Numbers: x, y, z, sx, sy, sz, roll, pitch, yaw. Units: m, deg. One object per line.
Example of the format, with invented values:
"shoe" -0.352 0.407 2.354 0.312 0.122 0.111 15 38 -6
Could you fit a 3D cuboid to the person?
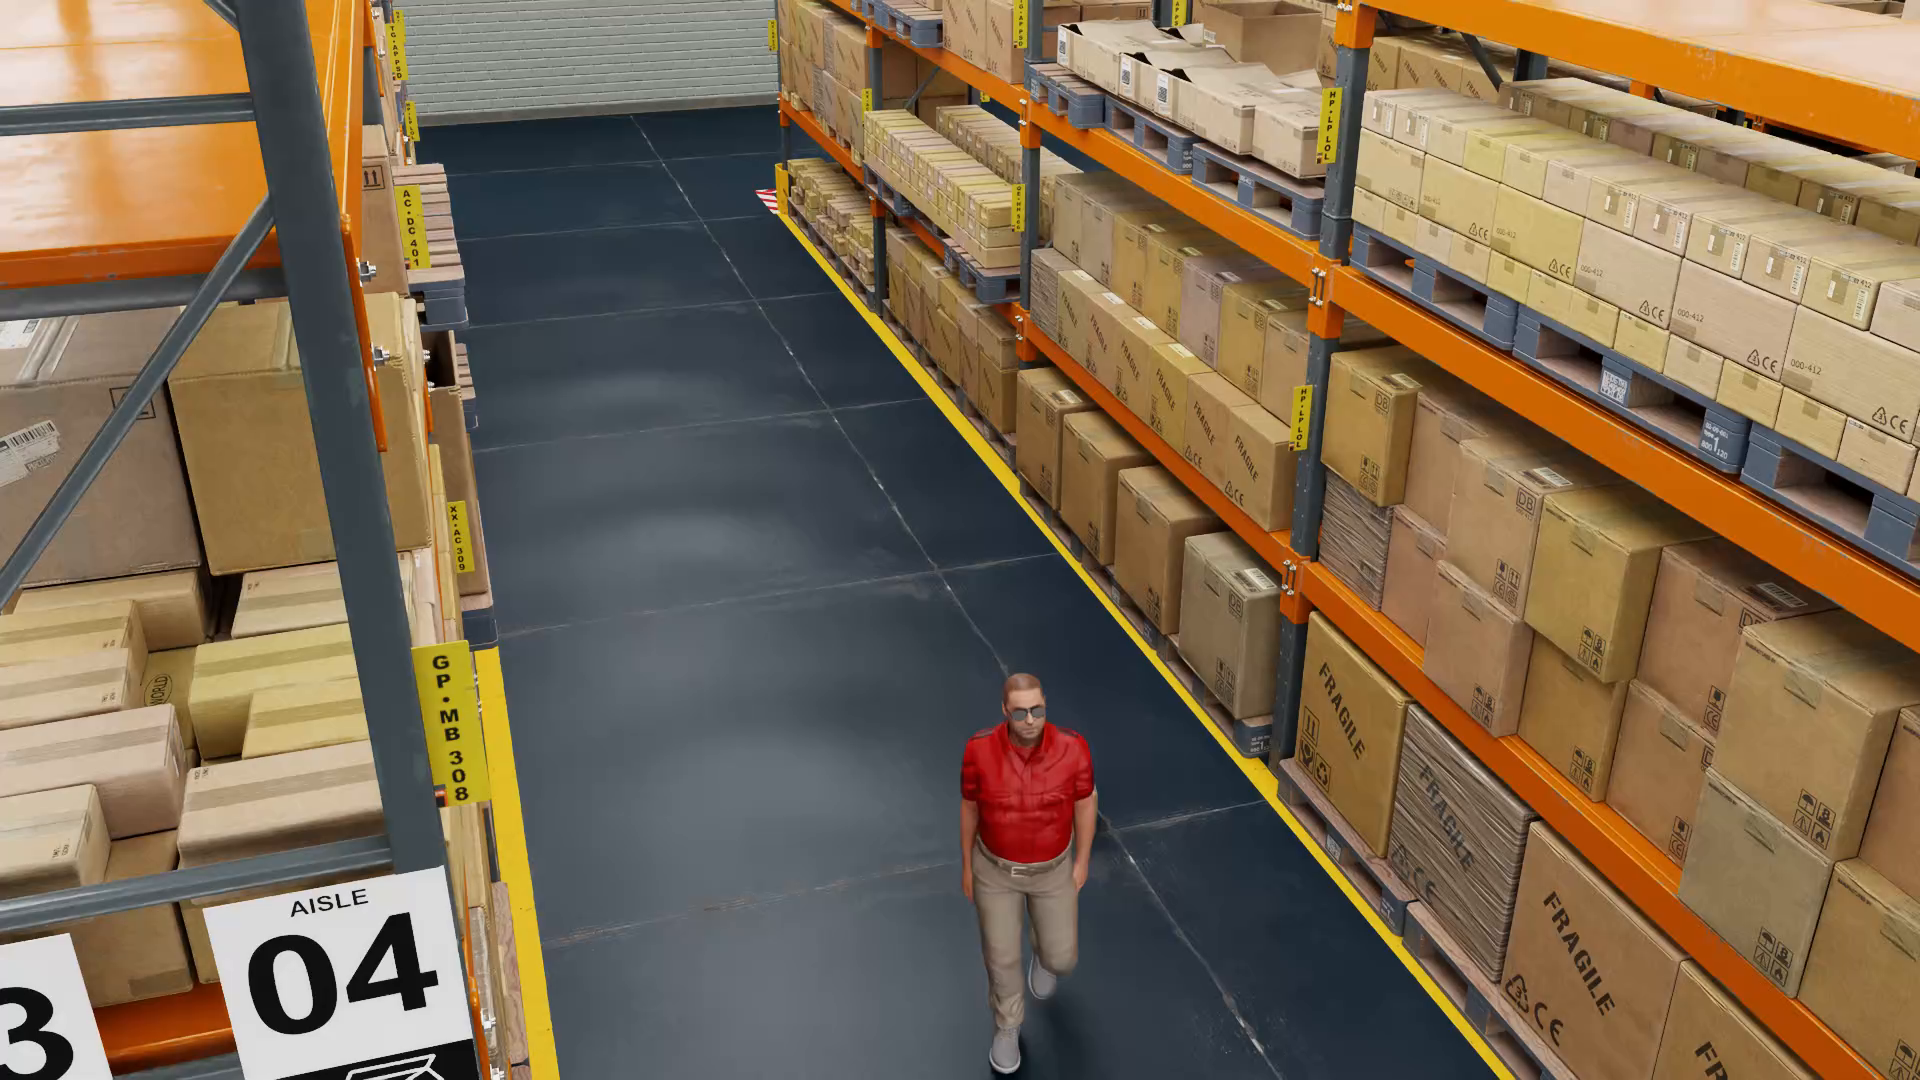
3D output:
"person" 0.268 1.295 6.710 0.539 1.703 0.626 0 26 1
